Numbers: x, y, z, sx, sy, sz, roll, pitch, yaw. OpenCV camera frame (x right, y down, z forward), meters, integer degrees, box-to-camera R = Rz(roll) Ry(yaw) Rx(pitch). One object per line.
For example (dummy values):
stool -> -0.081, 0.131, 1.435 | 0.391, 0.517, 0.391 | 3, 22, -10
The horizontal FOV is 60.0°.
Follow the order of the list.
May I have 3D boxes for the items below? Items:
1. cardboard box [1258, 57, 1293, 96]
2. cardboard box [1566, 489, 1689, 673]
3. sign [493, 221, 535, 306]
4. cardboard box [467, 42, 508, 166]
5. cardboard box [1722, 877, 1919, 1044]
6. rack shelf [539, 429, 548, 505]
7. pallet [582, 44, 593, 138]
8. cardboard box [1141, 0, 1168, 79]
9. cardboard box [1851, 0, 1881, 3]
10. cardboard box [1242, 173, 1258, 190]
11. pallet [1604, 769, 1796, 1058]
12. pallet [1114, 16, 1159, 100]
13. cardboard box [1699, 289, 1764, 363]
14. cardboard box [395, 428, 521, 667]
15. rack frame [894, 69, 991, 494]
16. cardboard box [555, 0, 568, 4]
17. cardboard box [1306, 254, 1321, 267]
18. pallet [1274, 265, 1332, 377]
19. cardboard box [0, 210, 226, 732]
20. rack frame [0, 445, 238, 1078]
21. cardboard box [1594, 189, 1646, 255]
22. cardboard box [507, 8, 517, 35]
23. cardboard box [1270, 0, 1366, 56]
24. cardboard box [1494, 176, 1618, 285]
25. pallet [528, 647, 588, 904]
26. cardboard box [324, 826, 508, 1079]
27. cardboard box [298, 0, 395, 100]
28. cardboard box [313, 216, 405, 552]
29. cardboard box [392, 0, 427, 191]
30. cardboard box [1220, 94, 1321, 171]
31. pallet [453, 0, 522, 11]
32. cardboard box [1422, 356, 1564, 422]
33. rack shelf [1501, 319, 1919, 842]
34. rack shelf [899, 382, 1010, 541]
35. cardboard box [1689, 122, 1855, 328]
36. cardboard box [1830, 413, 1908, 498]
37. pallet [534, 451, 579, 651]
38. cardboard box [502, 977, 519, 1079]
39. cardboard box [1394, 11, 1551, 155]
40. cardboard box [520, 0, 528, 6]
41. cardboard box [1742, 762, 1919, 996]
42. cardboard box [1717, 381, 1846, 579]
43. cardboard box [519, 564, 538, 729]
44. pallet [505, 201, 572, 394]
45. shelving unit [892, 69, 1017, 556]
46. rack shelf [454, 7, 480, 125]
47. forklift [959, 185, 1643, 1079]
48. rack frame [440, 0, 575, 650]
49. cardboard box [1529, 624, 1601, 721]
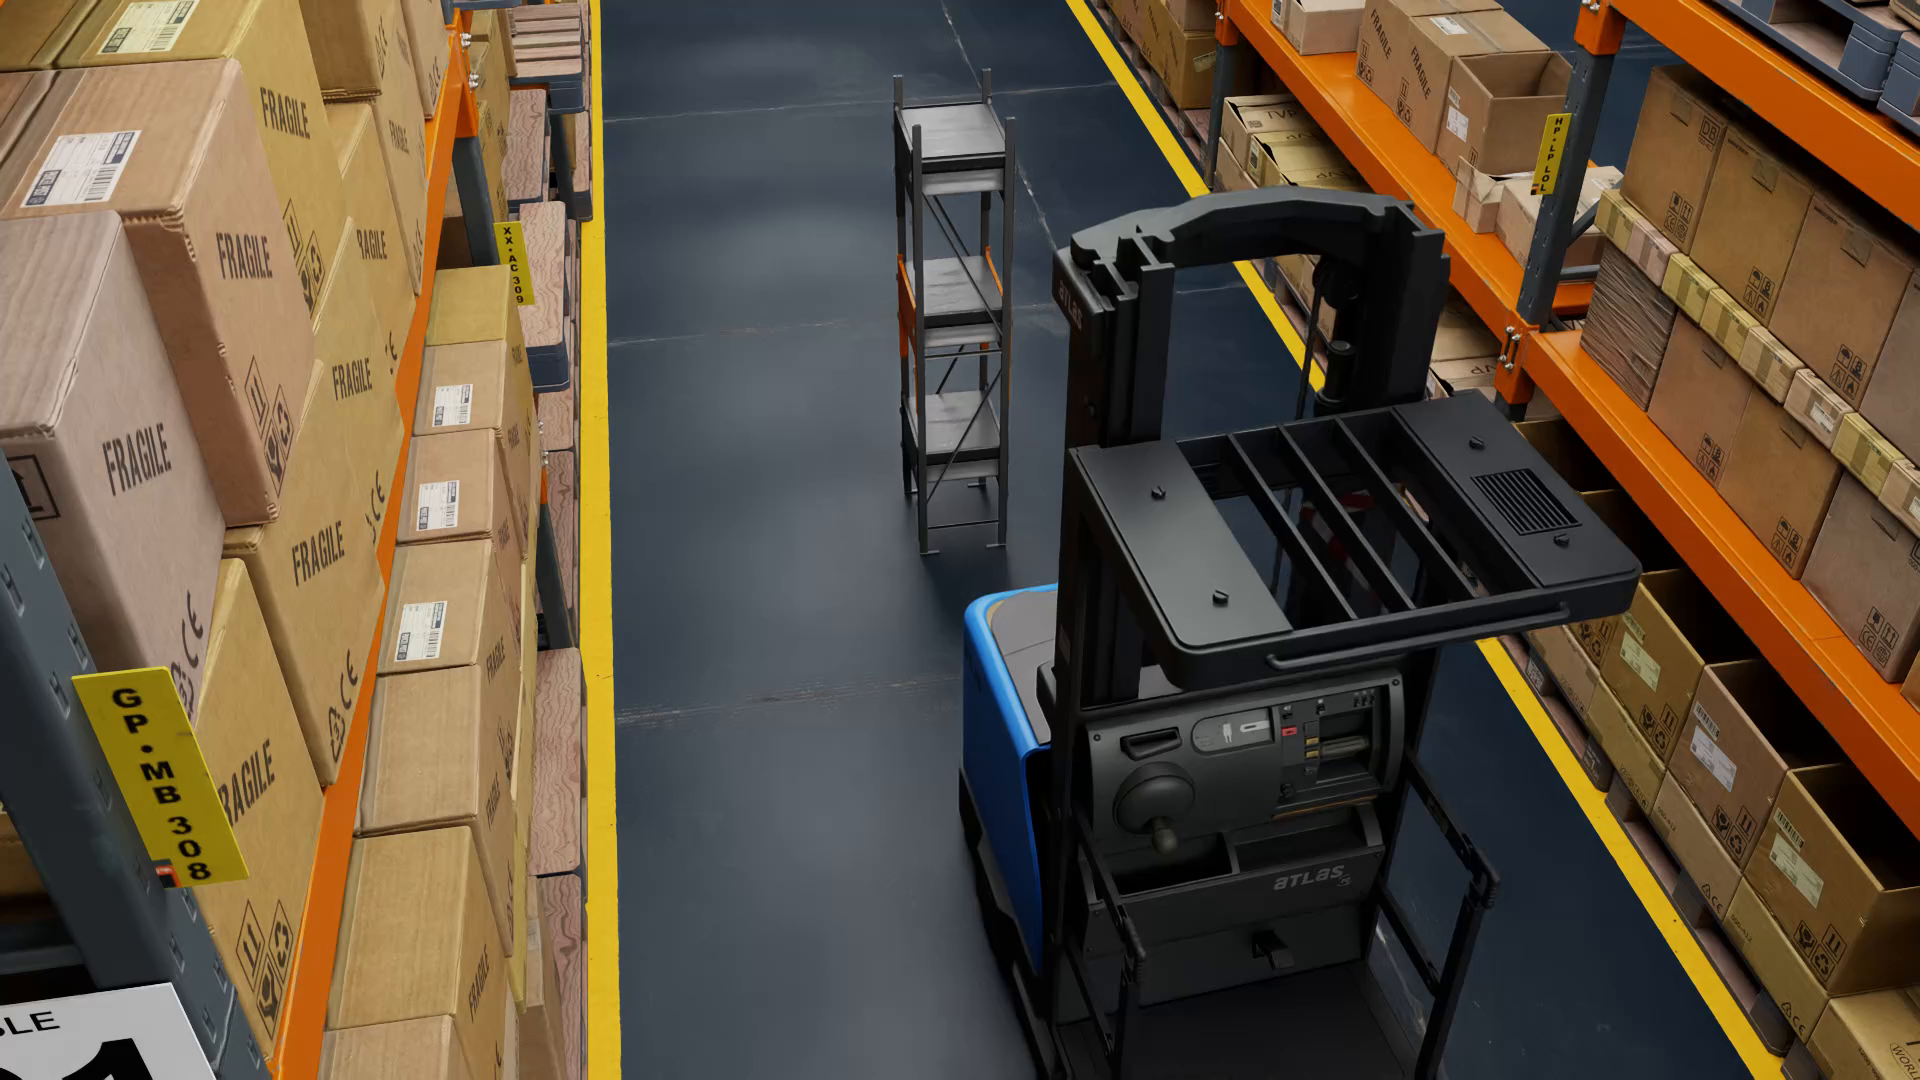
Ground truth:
cardboard box -> 2.275, -3.006, 10.854 | 0.500, 0.500, 0.500 | -5, 38, -6
cardboard box -> 2.643, 0.141, 6.412 | 0.500, 0.500, 0.500 | -6, 38, -8
sign -> -1.569, -0.968, 5.845 | 0.100, 0.325, 0.005 | -6, 38, -8
cardboard box -> -2.395, -1.820, 7.208 | 0.700, 0.500, 0.500 | -1, 38, -2
cardboard box -> 2.902, 1.343, 5.475 | 0.500, 0.250, 0.500 | -6, 38, -8
rack shelf -> -1.751, 0.929, 4.696 | 1.077, 0.370, 4.000 | -6, 38, -8
pallet -> -3.078, -3.098, 11.565 | 1.003, 0.211, 1.213 | -6, 38, -8
cardboard box -> 1.588, -3.553, 11.557 | 0.500, 0.500, 0.500 | -8, 38, -10
cardboard box -> 2.698, -1.810, 4.806 | 0.500, 0.311, 0.500 | -8, 39, -10
cardboard box -> 1.965, -1.943, 9.705 | 0.500, 0.250, 0.500 | -7, 38, -9
pallet -> 3.090, 1.226, 5.999 | 1.003, 0.211, 1.213 | -6, 38, -8
pallet -> 1.769, -3.603, 12.216 | 1.003, 0.211, 1.213 | -6, 38, -8
cardboard box -> 2.769, -0.745, 5.654 | 0.380, 0.149, 0.250 | -7, 38, -8
cardboard box -> -1.544, 0.051, 4.735 | 0.500, 0.500, 0.500 | -7, 38, -9
rack frame -> -0.072, -1.077, 7.424 | 0.400, 2.100, 0.015 | -6, 38, -8
cardboard box -> -2.950, -3.284, 10.942 | 0.750, 0.750, 0.750 | -6, 38, -8
cardboard box -> 2.154, -1.533, 8.720 | 0.500, 0.311, 0.500 | -7, 38, -9
pallet -> 2.389, -1.176, 9.092 | 1.003, 0.211, 1.213 | -6, 38, -8
cardboard box -> -1.229, -0.033, 1.989 | 0.500, 0.500, 0.500 | -9, 39, -11
rack frame -> -1.401, -0.516, 1.079 | 1.000, 3.000, 0.127 | -6, 38, -8
cardboard box -> 2.631, -1.211, 6.253 | 0.380, 0.149, 0.250 | -6, 38, -8
cardboard box -> -2.711, -2.909, 8.610 | 0.700, 0.500, 0.500 | -11, 39, -13
cardboard box -> 2.039, -2.918, 9.134 | 0.500, 0.311, 0.500 | -7, 38, -8
cardboard box -> 2.645, -1.332, 7.141 | 0.500, 0.250, 0.500 | -4, 38, -5
pallet -> -1.949, 0.940, 6.368 | 1.003, 0.211, 1.213 | -6, 38, -8
cardboard box -> -1.265, 0.988, 3.528 | 0.500, 0.500, 0.500 | -6, 38, -8
cardboard box -> -1.539, -1.272, 3.585 | 0.500, 0.500, 0.500 | -7, 38, -10
cardboard box -> -1.367, -0.249, 3.083 | 0.500, 0.500, 0.500 | -5, 38, -6
cardboard box -> -1.694, -1.210, 4.319 | 0.500, 0.500, 0.500 | -9, 39, -12
cardboard box -> 1.876, -2.468, 9.923 | 0.500, 0.311, 0.500 | -5, 38, -6
pallet -> -2.105, -2.058, 5.662 | 1.213, 0.211, 1.003 | -6, 38, -8
cardboard box -> 2.421, -0.613, 7.536 | 0.500, 0.311, 0.500 | -6, 38, -8
rack shelf -> 3.125, 0.394, 5.384 | 1.077, 0.370, 4.000 | -6, 38, -8
rack shelf -> -0.029, -0.366, 7.672 | 0.431, 0.518, 0.480 | -6, 38, -8
cardboard box -> 2.948, -1.077, 5.553 | 0.700, 0.500, 0.500 | -6, 38, -8
cardboard box -> 2.906, -0.275, 5.049 | 0.380, 0.149, 0.250 | -7, 38, -8
pallet -> -2.240, 0.068, 7.490 | 1.003, 0.211, 1.213 | -6, 38, -8
cardboard box -> -1.279, 1.263, 3.785 | 0.500, 0.250, 0.500 | -7, 38, -9
cardboard box -> 2.476, -2.224, 8.086 | 0.500, 0.500, 0.500 | -6, 38, -8
cardboard box -> -2.633, -3.111, 9.499 | 0.380, 0.149, 0.250 | -7, 38, -9
cardboard box -> 2.899, 1.047, 5.244 | 0.500, 0.500, 0.500 | -6, 38, -8
cardboard box -> 3.041, -0.249, 5.544 | 0.700, 0.500, 0.500 | -6, 38, -7
cardboard box -> -1.538, 0.346, 4.966 | 0.500, 0.250, 0.500 | -6, 38, -8
pallet -> -2.093, -0.965, 6.703 | 1.003, 0.211, 1.213 | -6, 38, -8
shelving unit -> -0.029, -0.929, 7.235 | 0.431, 2.100, 0.503 | -6, 38, -8
rack shelf -> -2.453, -2.672, 6.885 | 1.077, 0.370, 4.000 | -6, 38, -8
forklift -> 0.858, 0.691, 4.472 | 1.130, 2.935, 3.031 | -9, 39, -11
rack frame -> -2.102, -0.563, 6.030 | 1.000, 3.000, 0.127 | -6, 38, -8
cardboard box -> 2.640, 0.437, 6.641 | 0.500, 0.250, 0.500 | -6, 38, -8
